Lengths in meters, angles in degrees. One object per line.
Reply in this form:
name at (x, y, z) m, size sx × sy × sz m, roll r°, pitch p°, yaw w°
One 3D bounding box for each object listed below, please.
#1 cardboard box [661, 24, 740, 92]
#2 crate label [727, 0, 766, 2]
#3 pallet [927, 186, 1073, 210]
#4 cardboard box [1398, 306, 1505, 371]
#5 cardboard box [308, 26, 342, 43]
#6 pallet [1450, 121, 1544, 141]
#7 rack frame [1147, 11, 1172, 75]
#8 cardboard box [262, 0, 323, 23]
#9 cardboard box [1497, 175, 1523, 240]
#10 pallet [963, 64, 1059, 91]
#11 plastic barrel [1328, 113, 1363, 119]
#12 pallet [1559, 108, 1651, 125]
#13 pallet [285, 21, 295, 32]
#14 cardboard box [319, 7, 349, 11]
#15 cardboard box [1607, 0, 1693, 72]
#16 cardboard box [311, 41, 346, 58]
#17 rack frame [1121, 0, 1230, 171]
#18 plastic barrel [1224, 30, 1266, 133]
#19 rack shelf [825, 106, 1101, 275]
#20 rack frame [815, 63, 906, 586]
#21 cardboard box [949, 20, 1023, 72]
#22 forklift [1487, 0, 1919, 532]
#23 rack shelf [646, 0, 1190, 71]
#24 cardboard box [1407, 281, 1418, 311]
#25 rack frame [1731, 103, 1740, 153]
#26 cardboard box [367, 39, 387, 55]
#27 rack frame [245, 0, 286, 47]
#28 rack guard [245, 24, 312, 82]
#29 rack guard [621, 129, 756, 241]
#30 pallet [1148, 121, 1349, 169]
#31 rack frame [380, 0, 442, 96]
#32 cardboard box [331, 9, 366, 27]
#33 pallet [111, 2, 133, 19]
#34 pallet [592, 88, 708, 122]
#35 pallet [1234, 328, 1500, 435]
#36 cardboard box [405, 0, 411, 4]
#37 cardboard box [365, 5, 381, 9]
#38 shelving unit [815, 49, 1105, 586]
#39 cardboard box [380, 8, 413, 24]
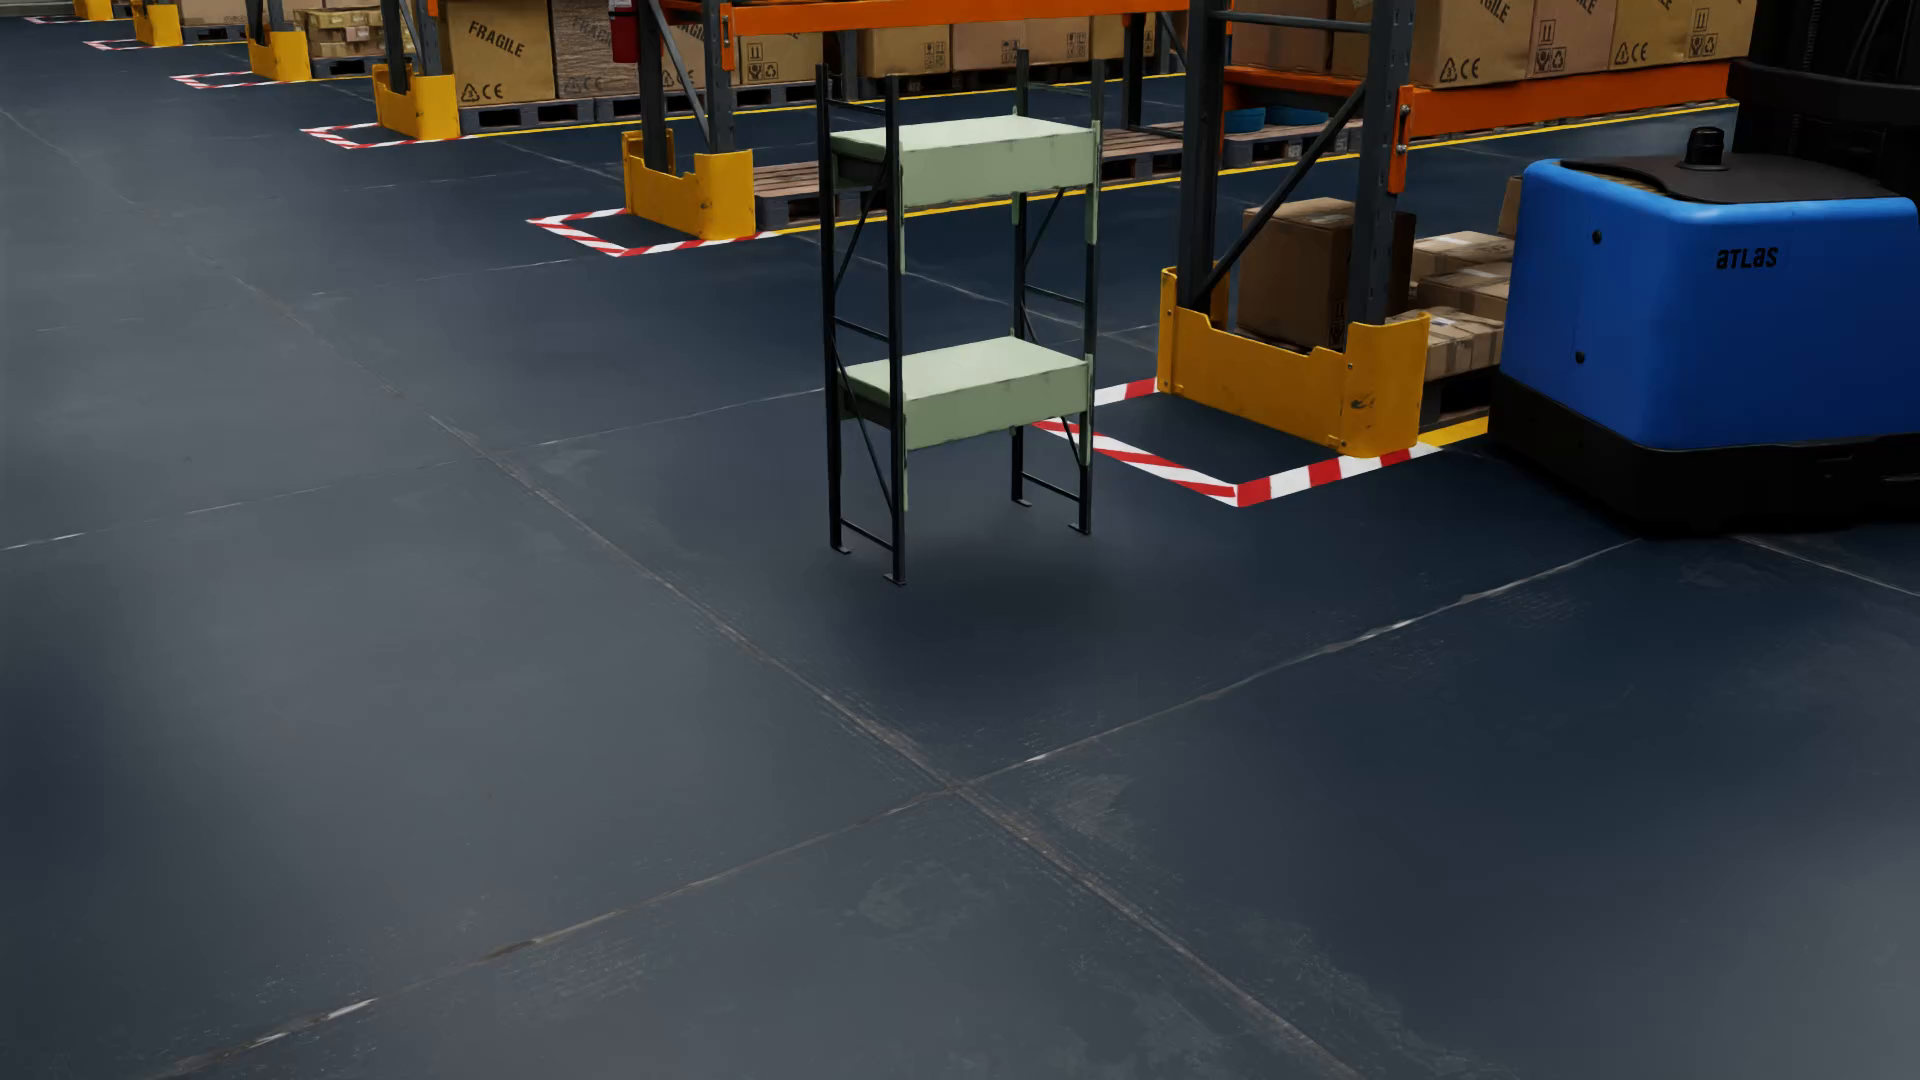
cardboard box at (-2.628, -4.623, 15.235) m, size 0.875 × 0.875 × 0.875 m, roll -15°, pitch 26°, yaw -33°
crate label at (-1.277, -3.277, 9.707) m, size 0.303 × 0.233 × 0.416 m, roll -15°, pitch 26°, yaw -33°
pallet at (0.012, -2.507, 11.394) m, size 1.213 × 0.211 × 1.003 m, roll -15°, pitch 26°, yaw -33°
cardboard box at (1.964, -0.811, 6.612) m, size 0.250 × 0.166 × 0.380 m, roll -15°, pitch 26°, yaw -33°
cardboard box at (-6.802, -5.422, 17.815) m, size 0.250 × 0.149 × 0.380 m, roll -14°, pitch 26°, yaw -31°
pallet at (4.209, -3.626, 14.198) m, size 1.213 × 0.211 × 1.003 m, roll -15°, pitch 26°, yaw -33°
rack frame at (1.932, -6.594, 17.875) m, size 0.127 × 3.000 × 1.000 m, roll -15°, pitch 26°, yaw -33°
cardboard box at (-9.134, -7.223, 22.340) m, size 0.875 × 0.438 × 0.875 m, roll -14°, pitch 26°, yaw -31°
cardboard box at (2.945, -1.384, 7.592) m, size 0.637 × 0.503 × 0.797 m, roll -15°, pitch 26°, yaw -33°
pallet at (0.258, -4.889, 17.363) m, size 1.213 × 0.211 × 1.003 m, roll -15°, pitch 26°, yaw -33°
plastic barrel at (3.114, -3.639, 13.259) m, size 0.421 × 0.512 × 0.421 m, roll 0°, pitch 22°, yaw 0°
pallet at (5.476, -3.965, 15.048) m, size 1.213 × 0.211 × 1.003 m, roll -15°, pitch 26°, yaw -33°
pallet at (-8.757, -7.008, 22.674) m, size 1.213 × 0.211 × 1.003 m, roll -15°, pitch 26°, yaw -33°
cardboard box at (-6.858, -5.752, 18.241) m, size 0.250 × 0.149 × 0.380 m, roll -14°, pitch 26°, yaw -32°
cardboard box at (2.559, -2.166, 6.642) m, size 0.500 × 0.500 × 0.500 m, roll -15°, pitch 26°, yaw -33°
cardboard box at (-6.765, -5.265, 17.823) m, size 0.250 × 0.149 × 0.380 m, roll -14°, pitch 26°, yaw -32°
rack frame at (1.577, -4.238, 11.971) m, size 0.127 × 3.000 × 1.000 m, roll -15°, pitch 26°, yaw -33°
plastic barrel at (2.029, -3.571, 12.564) m, size 0.708 × 0.901 × 0.600 m, roll -15°, pitch 26°, yaw -33°
rack shelf at (0.005, -1.061, 4.977) m, size 0.720 × 0.370 × 0.431 m, roll -15°, pitch 26°, yaw -33°
rack frame at (-0.292, -0.619, 4.924) m, size 0.023 × 1.500 × 0.400 m, roll -15°, pitch 26°, yaw -33°
cardboard box at (-0.083, -5.275, 16.868) m, size 0.875 × 0.875 × 1.225 m, roll -16°, pitch 27°, yaw -35°
forklift at (3.542, -1.656, 5.592) m, size 3.031 × 2.935 × 1.130 m, roll -5°, pitch 22°, yaw -12°
rack shelf at (-0.046, -3.471, 11.019) m, size 4.000 × 0.370 × 1.077 m, roll -15°, pitch 26°, yaw -33°
cardboard box at (1.899, -1.022, 7.140) m, size 0.250 × 0.166 × 0.380 m, roll -15°, pitch 26°, yaw -33°
rack frame at (4.467, -2.747, 8.234) m, size 0.127 × 3.000 × 1.000 m, roll -15°, pitch 26°, yaw -33°
cardboard box at (-6.402, -5.402, 18.166) m, size 0.250 × 0.149 × 0.380 m, roll -15°, pitch 26°, yaw -32°
rack frame at (-7.377, -6.377, 17.329) m, size 0.127 × 3.000 × 1.000 m, roll -15°, pitch 26°, yaw -33°
rack guard at (-7.315, -5.232, 17.834) m, size 0.348 × 0.500 × 1.175 m, roll -15°, pitch 26°, yaw -33°
rack guard at (-1.681, -2.203, 10.241) m, size 0.348 × 0.500 × 1.175 m, roll -15°, pitch 26°, yaw -33°
pallet at (2.228, -3.098, 12.875) m, size 1.213 × 0.211 × 1.003 m, roll -15°, pitch 26°, yaw -33°
rack frame at (-4.562, -4.863, 13.535) m, size 0.127 × 3.000 × 1.000 m, roll -15°, pitch 26°, yaw -33°
cardboard box at (-6.600, -5.631, 17.938) m, size 0.250 × 0.149 × 0.380 m, roll -14°, pitch 26°, yaw -32°
pallet at (-12.543, -8.231, 25.738) m, size 1.213 × 0.211 × 1.003 m, roll -15°, pitch 26°, yaw -33°
pallet at (-2.969, -4.027, 15.203) m, size 1.213 × 0.211 × 1.003 m, roll -15°, pitch 26°, yaw -33°
pallet at (1.929, -0.776, 7.056) m, size 1.213 × 0.211 × 1.003 m, roll -15°, pitch 26°, yaw -33°
cardboard box at (-7.675, -7.611, 23.314) m, size 0.875 × 0.438 × 0.875 m, roll -15°, pitch 26°, yaw -34°
cardboard box at (-6.474, -5.883, 18.570) m, size 0.250 × 0.149 × 0.380 m, roll -16°, pitch 27°, yaw -35°
shelving unit at (0.005, -0.698, 5.122) m, size 0.755 × 1.500 × 0.431 m, roll -15°, pitch 26°, yaw -33°
cardboard box at (-6.167, -5.726, 18.175) m, size 0.250 × 0.149 × 0.380 m, roll -16°, pitch 27°, yaw -35°
